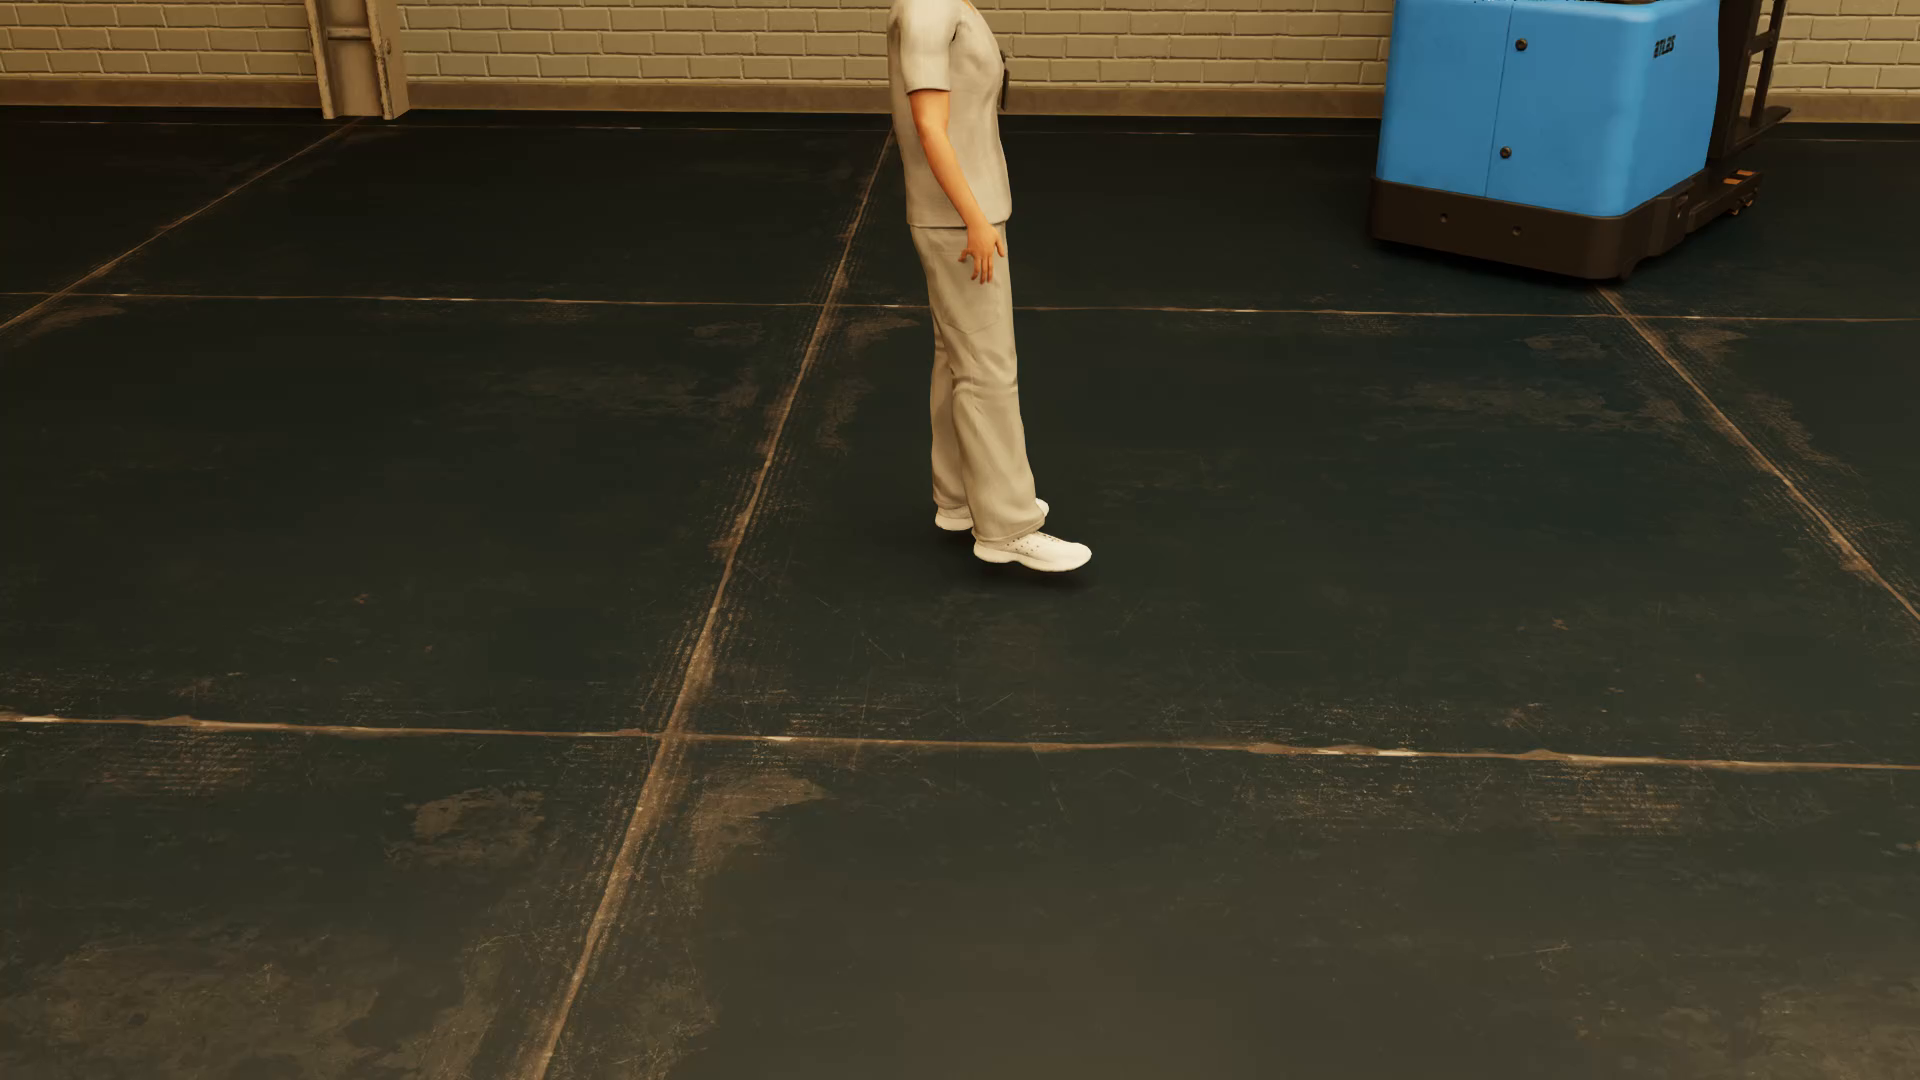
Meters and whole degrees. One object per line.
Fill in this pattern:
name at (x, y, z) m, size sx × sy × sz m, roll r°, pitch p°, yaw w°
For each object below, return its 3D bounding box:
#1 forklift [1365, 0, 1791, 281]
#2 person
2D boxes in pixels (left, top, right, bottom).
forklift at (3.019, -2.896, 7.080) m, size 1.130 × 2.935 × 3.031 m, roll 20°, pitch 33°, yaw 35°
person at (0.080, -0.787, 4.114) m, size 0.533 × 1.675 × 0.549 m, roll 1°, pitch 26°, yaw 2°
